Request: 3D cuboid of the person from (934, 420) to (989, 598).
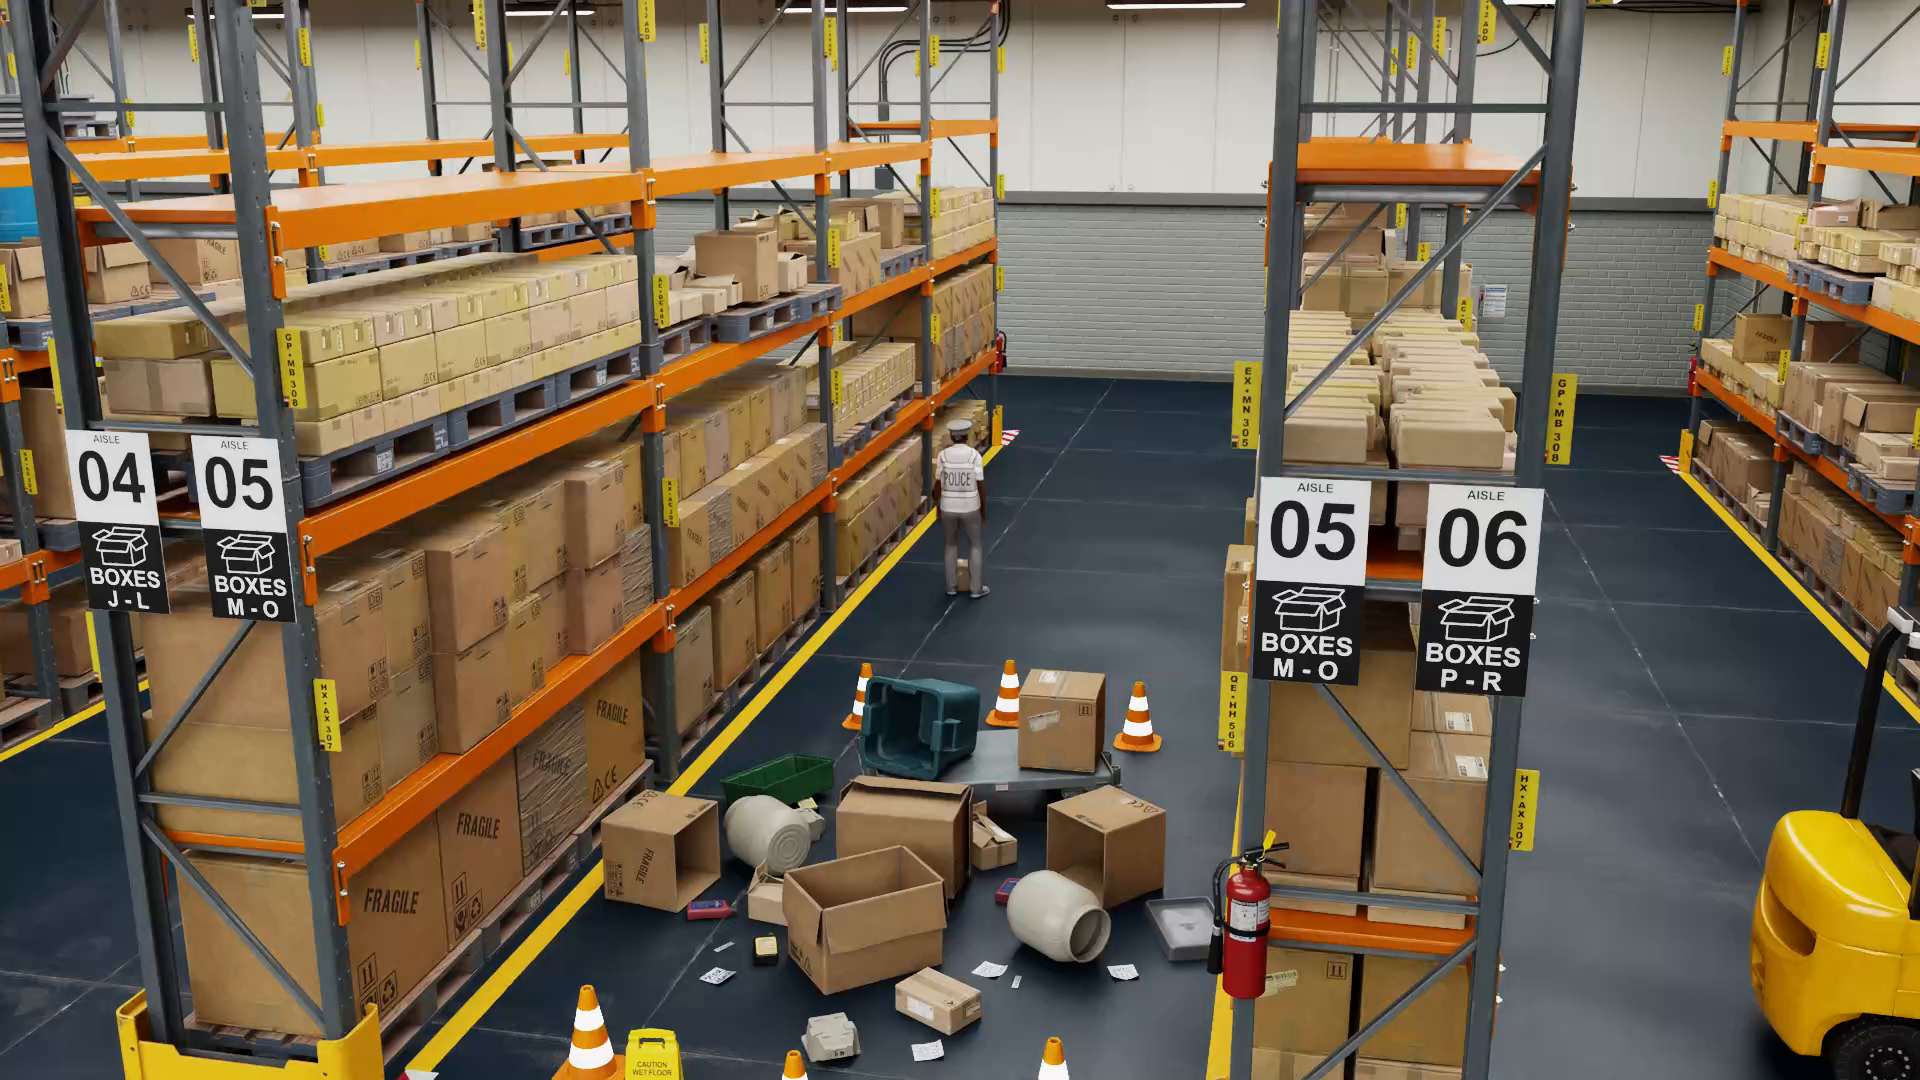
[{"bbox_3d":[0.016,-0.284,15.593,0.509,1.658,0.425,2,15,9],"label":"person"}]
